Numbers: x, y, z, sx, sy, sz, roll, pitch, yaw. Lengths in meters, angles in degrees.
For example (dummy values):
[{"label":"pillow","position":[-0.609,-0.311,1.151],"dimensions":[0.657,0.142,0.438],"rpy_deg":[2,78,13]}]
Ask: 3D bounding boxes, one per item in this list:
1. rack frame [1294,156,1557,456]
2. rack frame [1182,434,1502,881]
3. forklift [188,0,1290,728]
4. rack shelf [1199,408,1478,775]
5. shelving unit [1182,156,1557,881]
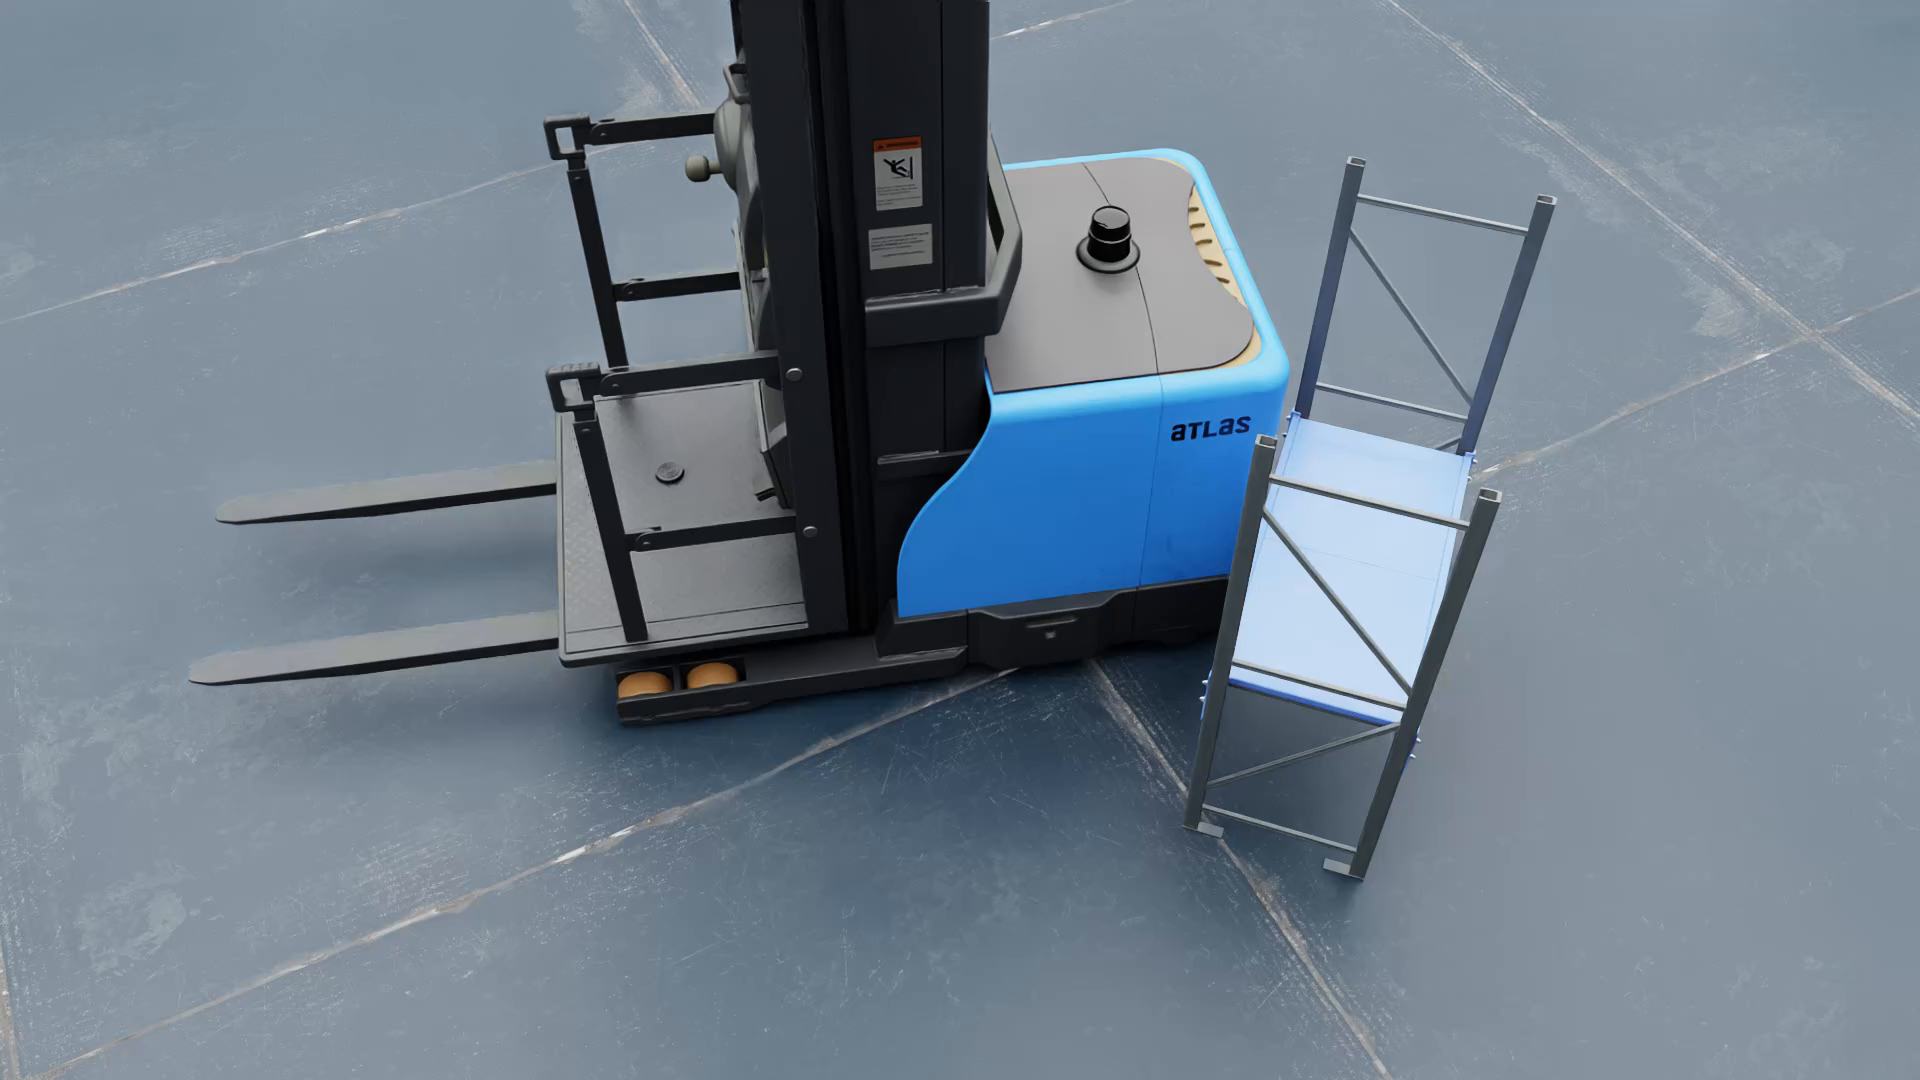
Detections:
[{"label":"rack frame","position":[1.186,-0.376,4.583],"dimensions":[0.500,1.500,0.032],"rpy_deg":[15,50,13]},{"label":"rack frame","position":[0.849,0.346,3.951],"dimensions":[0.500,1.500,0.032],"rpy_deg":[15,50,13]},{"label":"forklift","position":[-0.704,-0.864,4.059],"dimensions":[3.031,2.935,1.130],"rpy_deg":[-7,49,-6]},{"label":"rack shelf","position":[1.017,0.103,4.402],"dimensions":[0.538,0.185,1.000],"rpy_deg":[15,50,13]},{"label":"shelving unit","position":[1.017,-0.015,4.267],"dimensions":[0.538,1.500,1.048],"rpy_deg":[15,50,13]}]
